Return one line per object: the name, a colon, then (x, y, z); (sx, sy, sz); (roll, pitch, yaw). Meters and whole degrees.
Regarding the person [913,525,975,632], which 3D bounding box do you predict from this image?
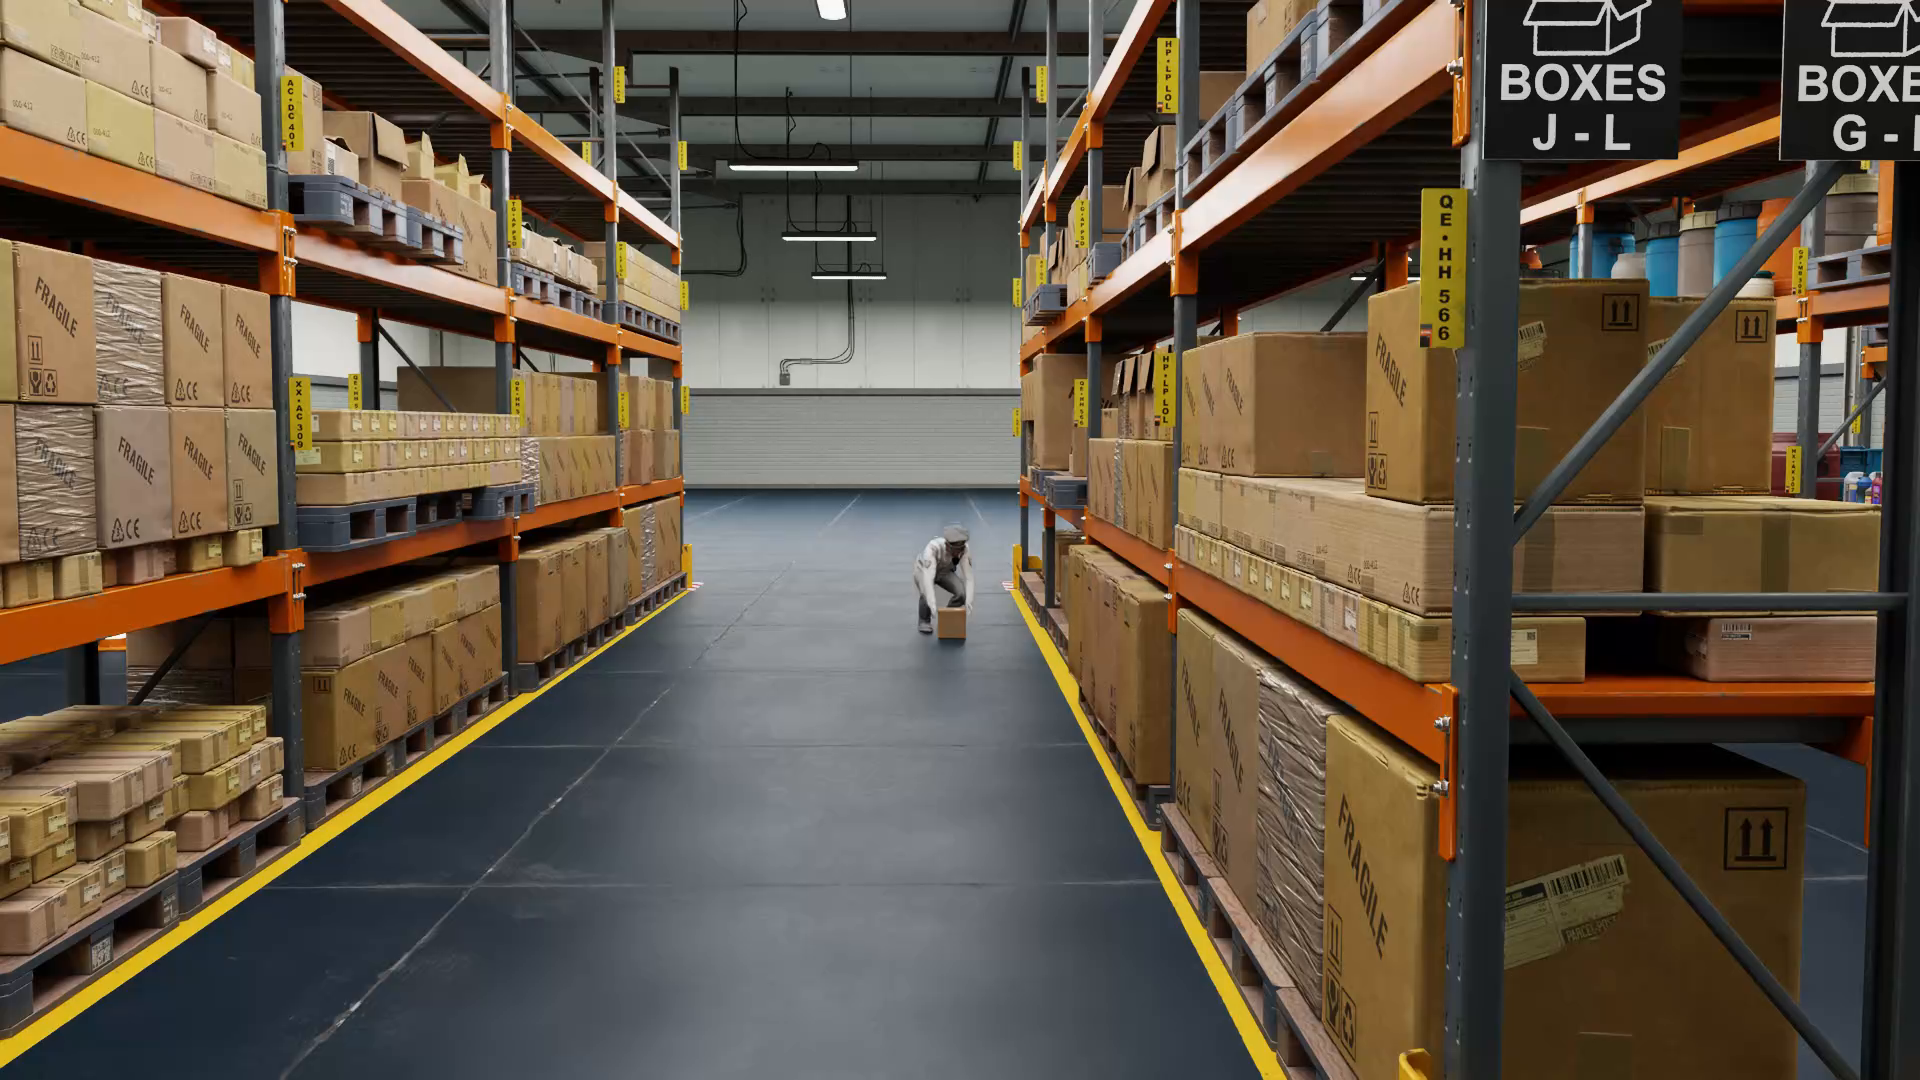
person: (-0.142, 0.348, 15.265); (0.496, 1.005, 0.841); (-1, 4, -15)
